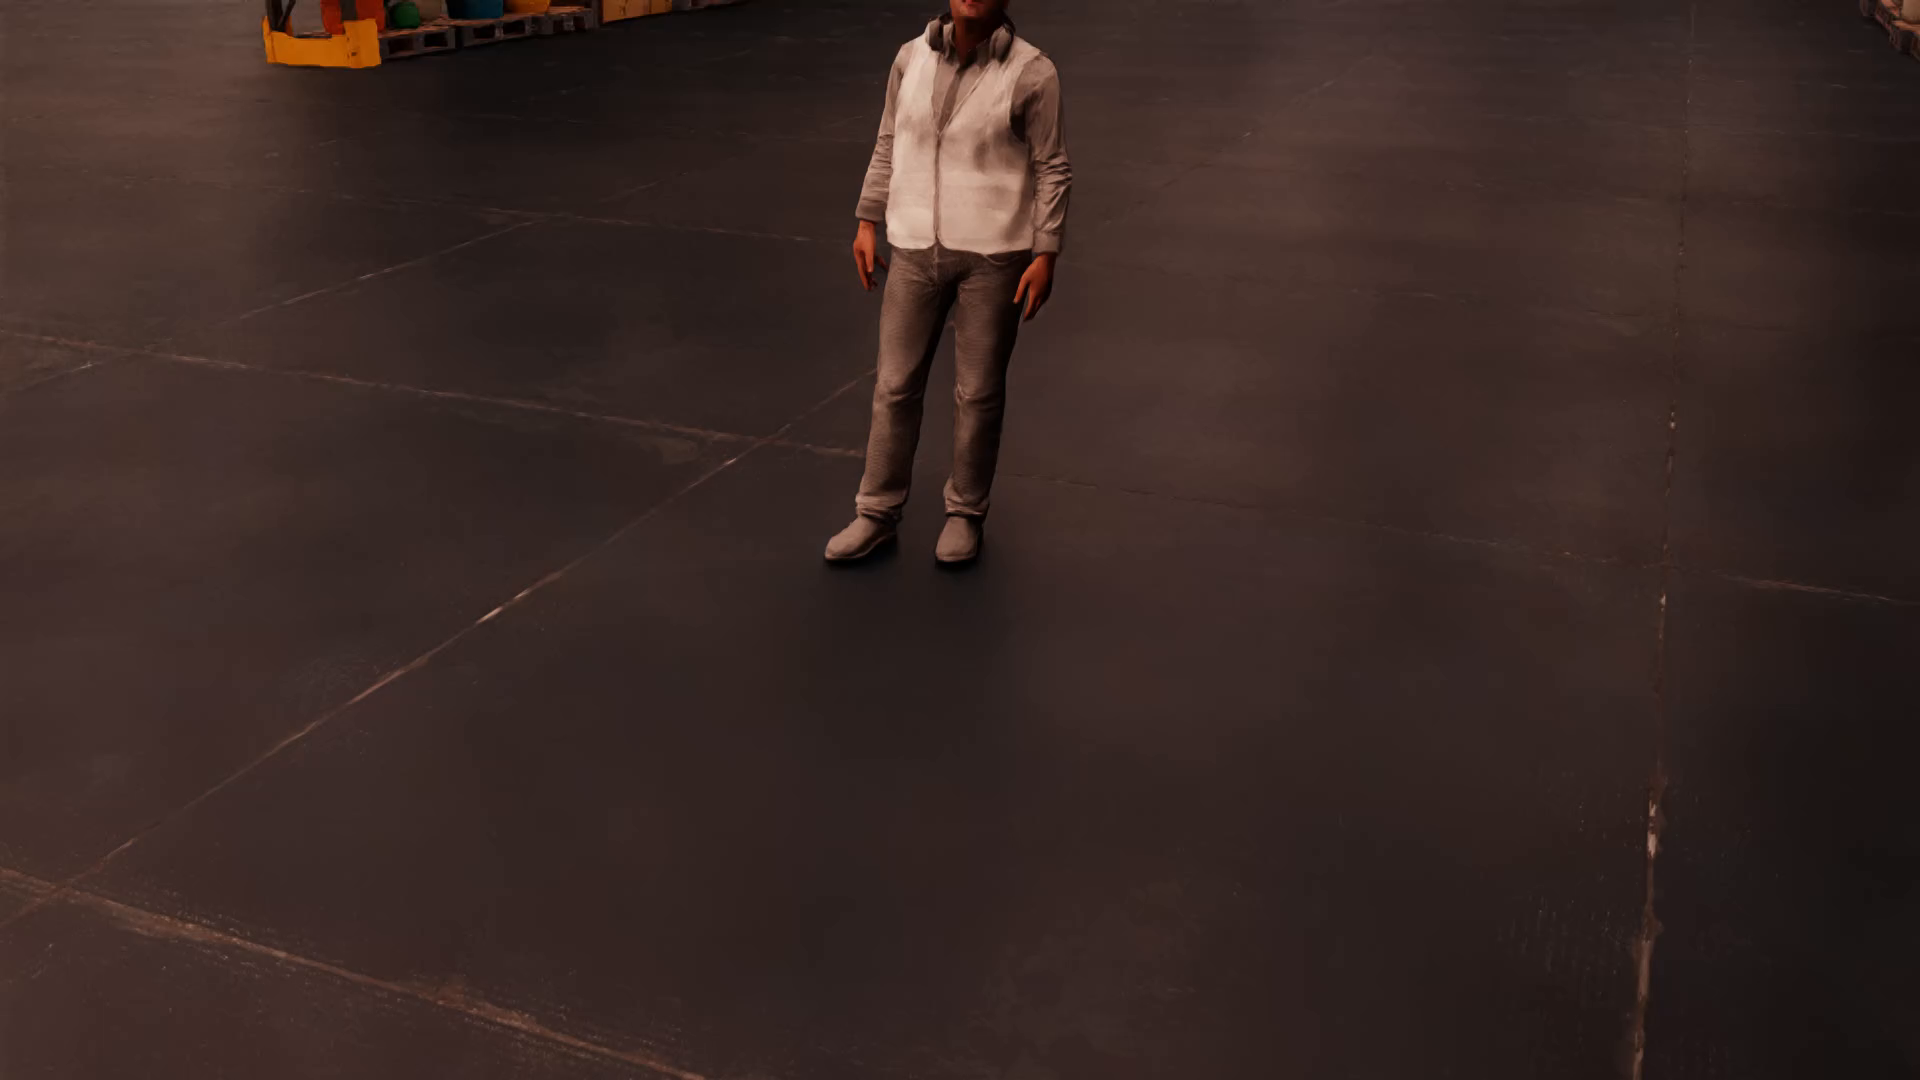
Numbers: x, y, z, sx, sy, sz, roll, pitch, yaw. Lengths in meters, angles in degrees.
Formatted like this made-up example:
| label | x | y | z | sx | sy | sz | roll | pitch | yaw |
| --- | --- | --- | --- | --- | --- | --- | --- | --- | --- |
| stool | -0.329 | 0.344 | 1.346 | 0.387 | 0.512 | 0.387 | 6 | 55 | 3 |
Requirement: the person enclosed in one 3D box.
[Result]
| label | x | y | z | sx | sy | sz | roll | pitch | yaw |
| --- | --- | --- | --- | --- | --- | --- | --- | --- | --- |
| person | -0.031 | -0.804 | 4.698 | 0.632 | 1.773 | 0.567 | 9 | 24 | 21 |
